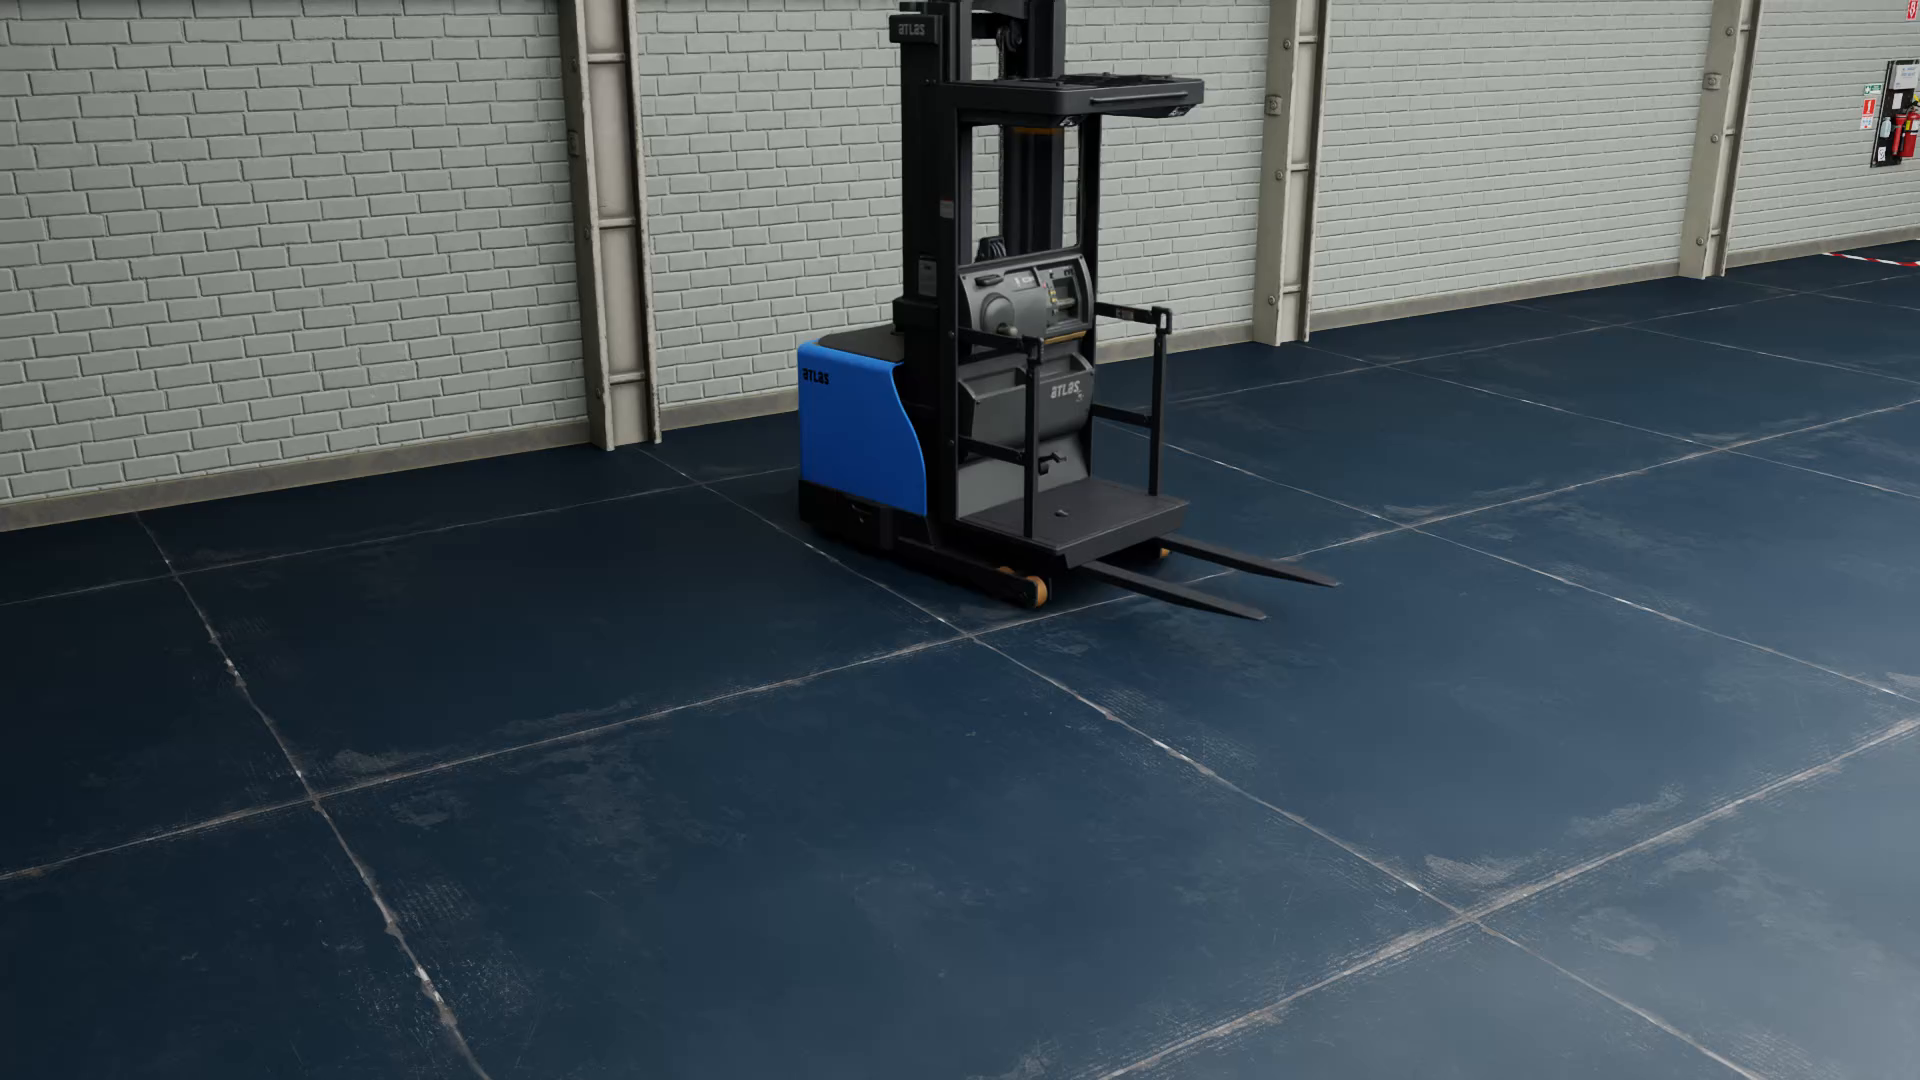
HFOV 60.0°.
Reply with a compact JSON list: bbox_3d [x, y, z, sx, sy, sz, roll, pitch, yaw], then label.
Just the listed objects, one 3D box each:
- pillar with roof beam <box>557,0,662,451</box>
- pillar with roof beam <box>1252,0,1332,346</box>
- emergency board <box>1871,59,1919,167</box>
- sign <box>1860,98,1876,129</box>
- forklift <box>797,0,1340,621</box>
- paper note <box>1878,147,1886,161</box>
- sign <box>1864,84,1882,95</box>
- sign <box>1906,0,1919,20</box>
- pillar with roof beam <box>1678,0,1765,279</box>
[{"bbox_3d":[0.114,-3.775,6.360,0.400,9.000,9.100,-12,22,-31],"label":"pillar with roof beam"},{"bbox_3d":[5.125,-4.832,9.486,0.400,9.000,9.100,-12,22,-31],"label":"pillar with roof beam"},{"bbox_3d":[10.695,-4.830,18.847,0.643,1.169,0.194,-12,22,-31],"label":"emergency board"},{"bbox_3d":[10.176,-4.777,18.635,0.234,0.329,0.001,-12,22,-31],"label":"sign"},{"bbox_3d":[0.498,-1.233,8.316,3.031,2.935,1.130,17,25,41],"label":"forklift"},{"bbox_3d":[10.509,-4.400,18.951,0.142,0.148,0.016,-12,22,-31],"label":"paper note"},{"bbox_3d":[10.185,-5.026,18.546,0.331,0.109,0.001,-12,22,-31],"label":"sign"},{"bbox_3d":[10.633,-5.953,18.551,0.199,0.298,0.001,-12,22,-31],"label":"sign"},{"bbox_3d":[10.136,-5.888,12.612,0.400,9.000,9.100,-12,22,-31],"label":"pillar with roof beam"}]
